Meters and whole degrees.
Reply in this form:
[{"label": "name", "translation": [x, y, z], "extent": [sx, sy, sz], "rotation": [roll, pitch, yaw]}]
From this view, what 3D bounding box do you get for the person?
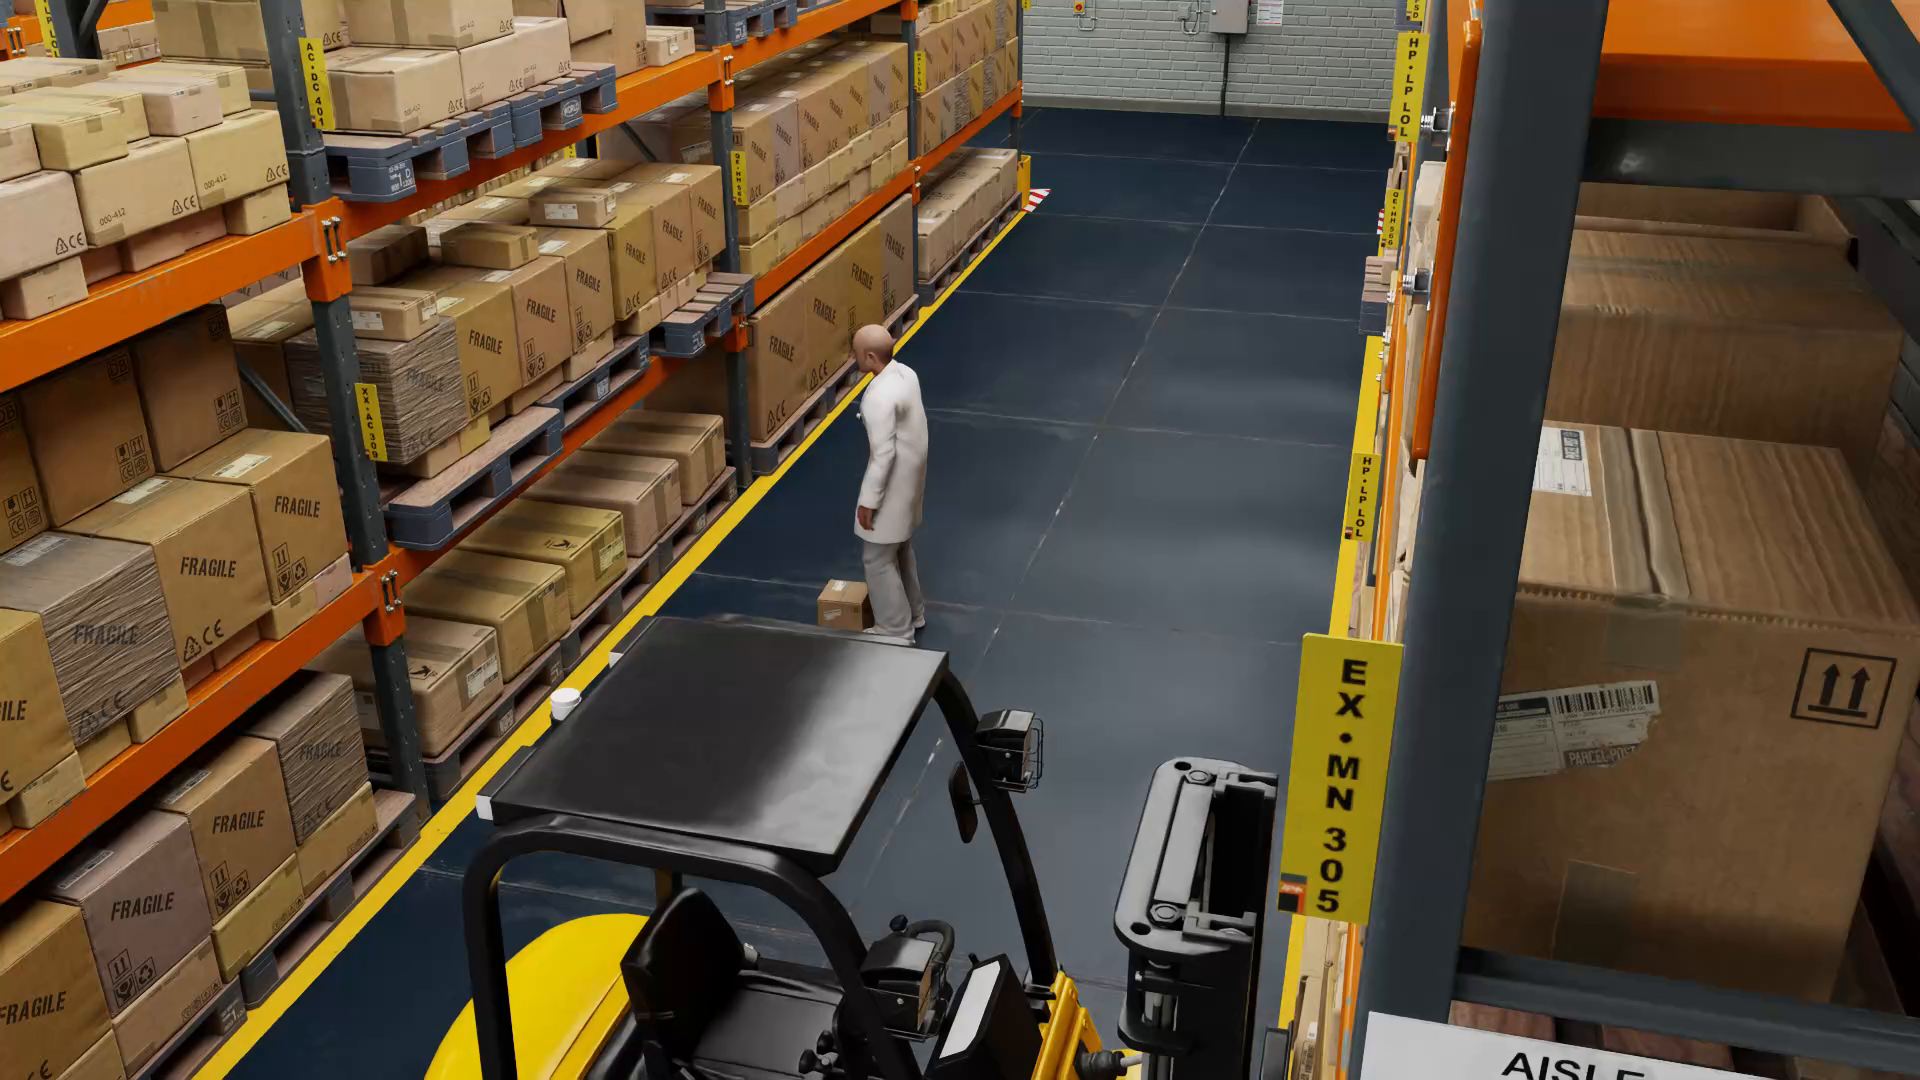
[{"label": "person", "translation": [-0.380, -0.276, 8.717], "extent": [0.420, 1.774, 0.643], "rotation": [6, 26, 13]}]
